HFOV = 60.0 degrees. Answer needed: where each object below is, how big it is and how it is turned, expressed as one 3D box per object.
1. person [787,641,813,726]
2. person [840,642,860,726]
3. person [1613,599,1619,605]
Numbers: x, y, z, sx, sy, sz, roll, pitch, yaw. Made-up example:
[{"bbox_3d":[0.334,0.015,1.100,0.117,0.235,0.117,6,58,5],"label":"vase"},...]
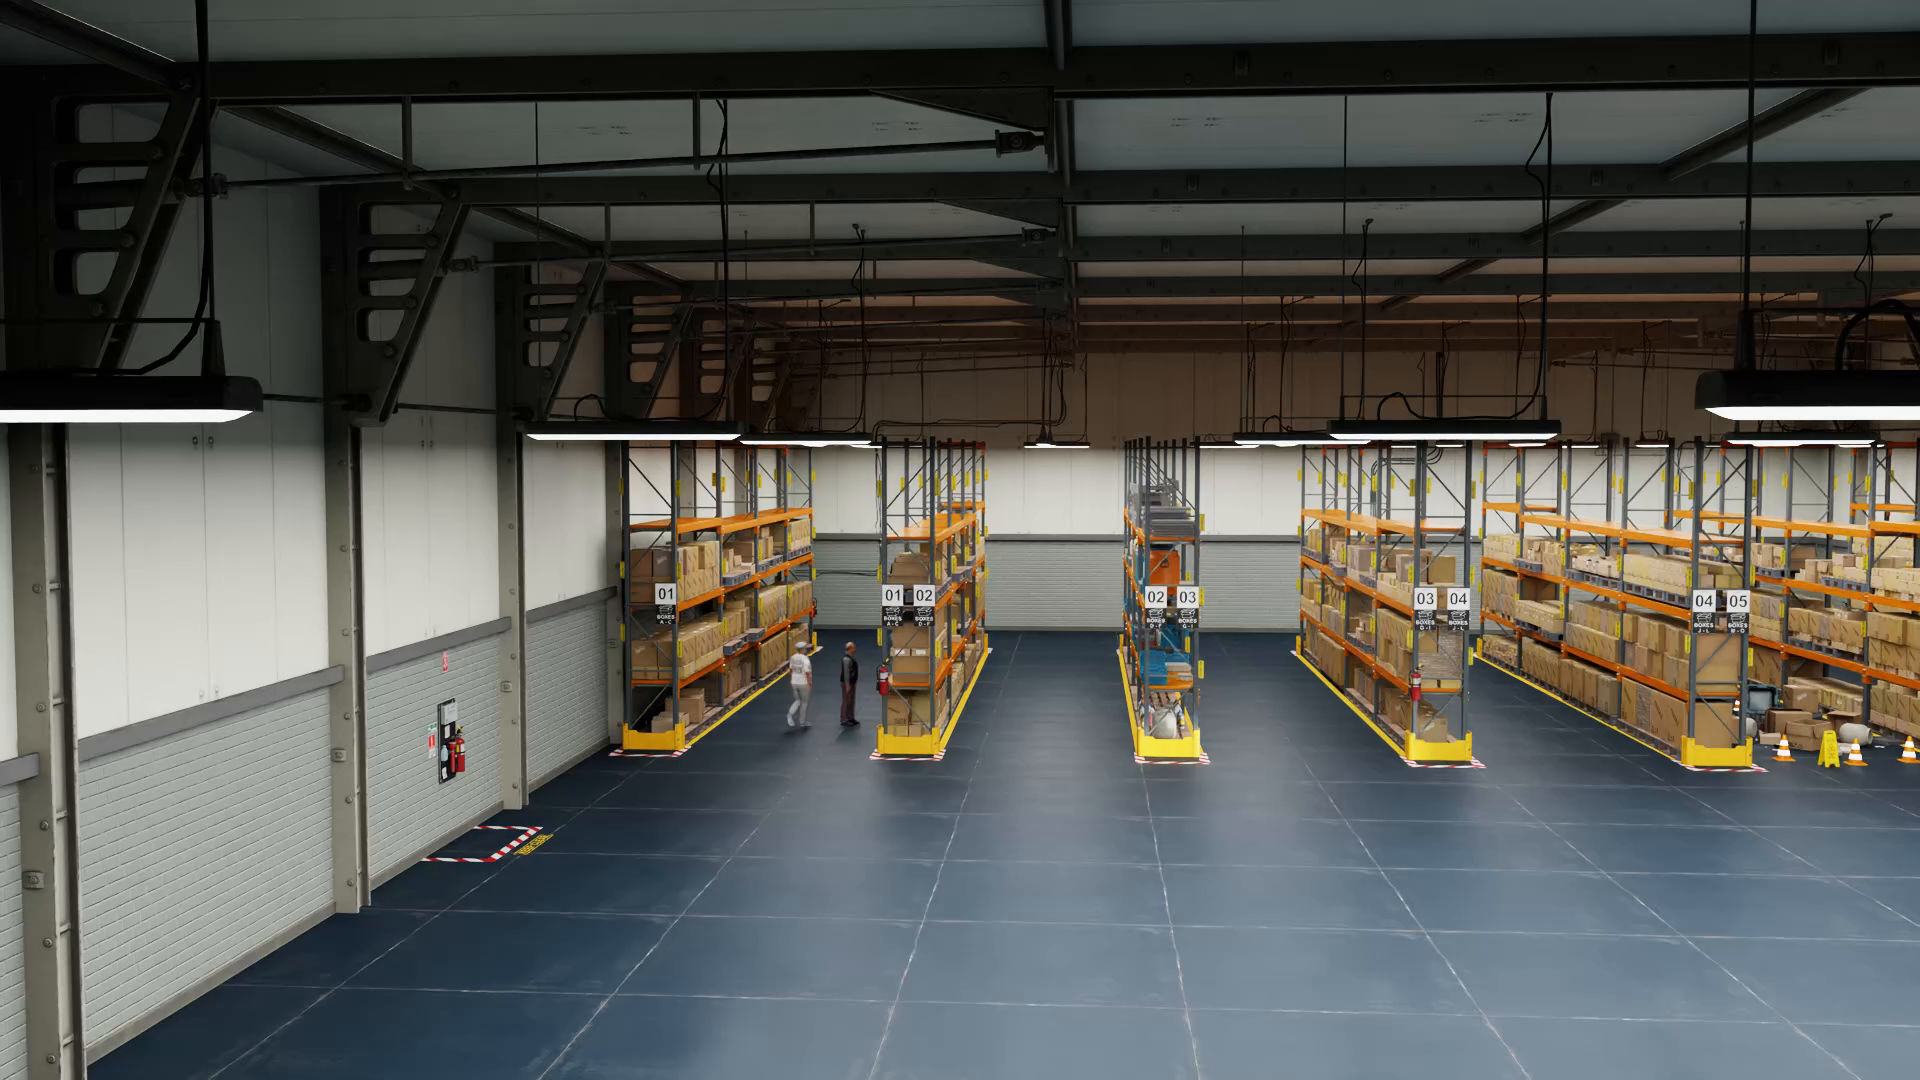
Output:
[{"bbox_3d":[-3.308,2.982,34.408,0.549,1.764,0.550,2,4,38],"label":"person"},{"bbox_3d":[-2.299,2.998,34.687,0.413,1.739,0.557,0,3,6],"label":"person"},{"bbox_3d":[18.435,2.451,46.720,0.369,1.633,0.492,3,4,45],"label":"person"}]
